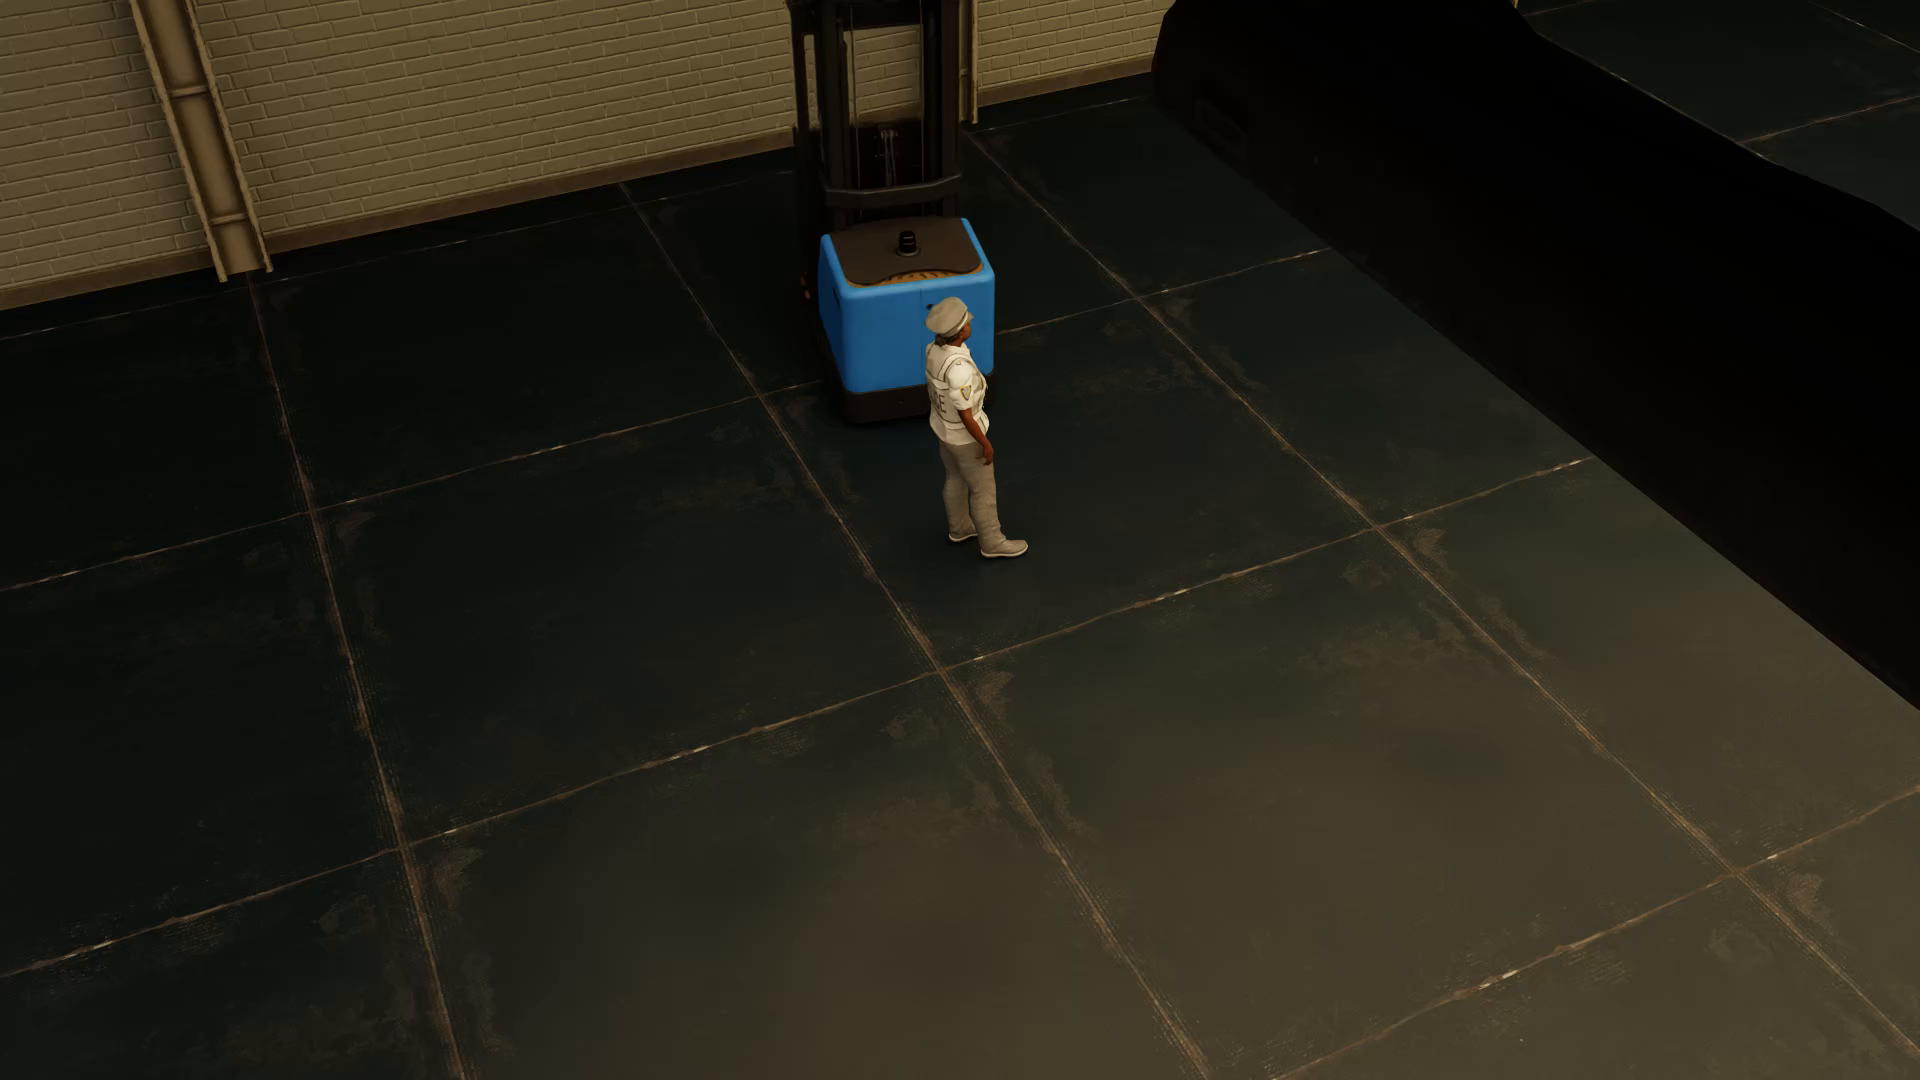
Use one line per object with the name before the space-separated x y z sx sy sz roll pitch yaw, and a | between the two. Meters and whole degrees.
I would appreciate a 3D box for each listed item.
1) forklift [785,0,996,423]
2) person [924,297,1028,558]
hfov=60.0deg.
forklift | -0.605 -2.857 11.440 1.130 2.935 3.031 -9 41 -10
person | 0.076 -0.664 9.768 0.530 1.692 0.570 -17 43 -19
